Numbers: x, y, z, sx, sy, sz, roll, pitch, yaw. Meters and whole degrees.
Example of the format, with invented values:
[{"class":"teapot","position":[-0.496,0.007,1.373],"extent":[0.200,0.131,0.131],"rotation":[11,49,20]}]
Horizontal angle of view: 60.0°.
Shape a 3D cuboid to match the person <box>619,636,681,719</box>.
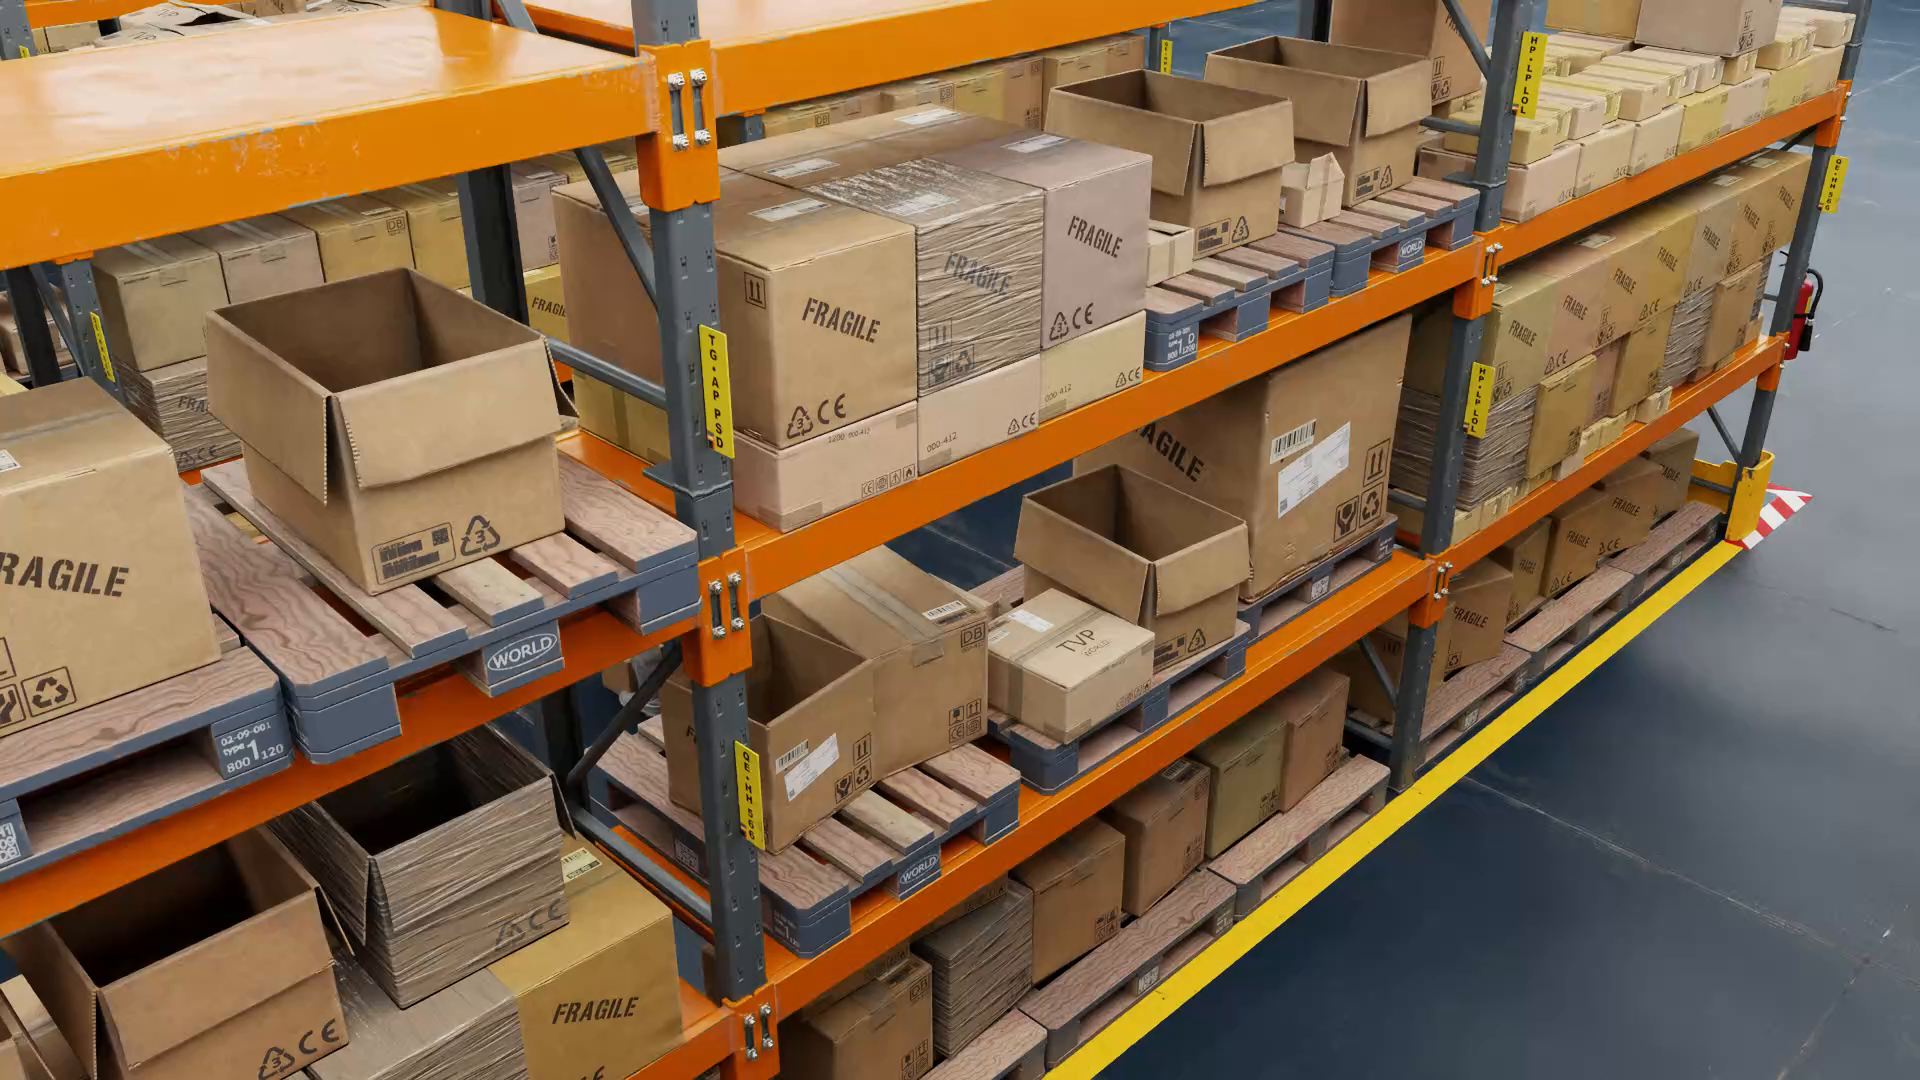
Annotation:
[{"class":"person","position":[-1.582,0.081,8.450],"extent":[0.462,1.755,0.622],"rotation":[23,35,37]}]
